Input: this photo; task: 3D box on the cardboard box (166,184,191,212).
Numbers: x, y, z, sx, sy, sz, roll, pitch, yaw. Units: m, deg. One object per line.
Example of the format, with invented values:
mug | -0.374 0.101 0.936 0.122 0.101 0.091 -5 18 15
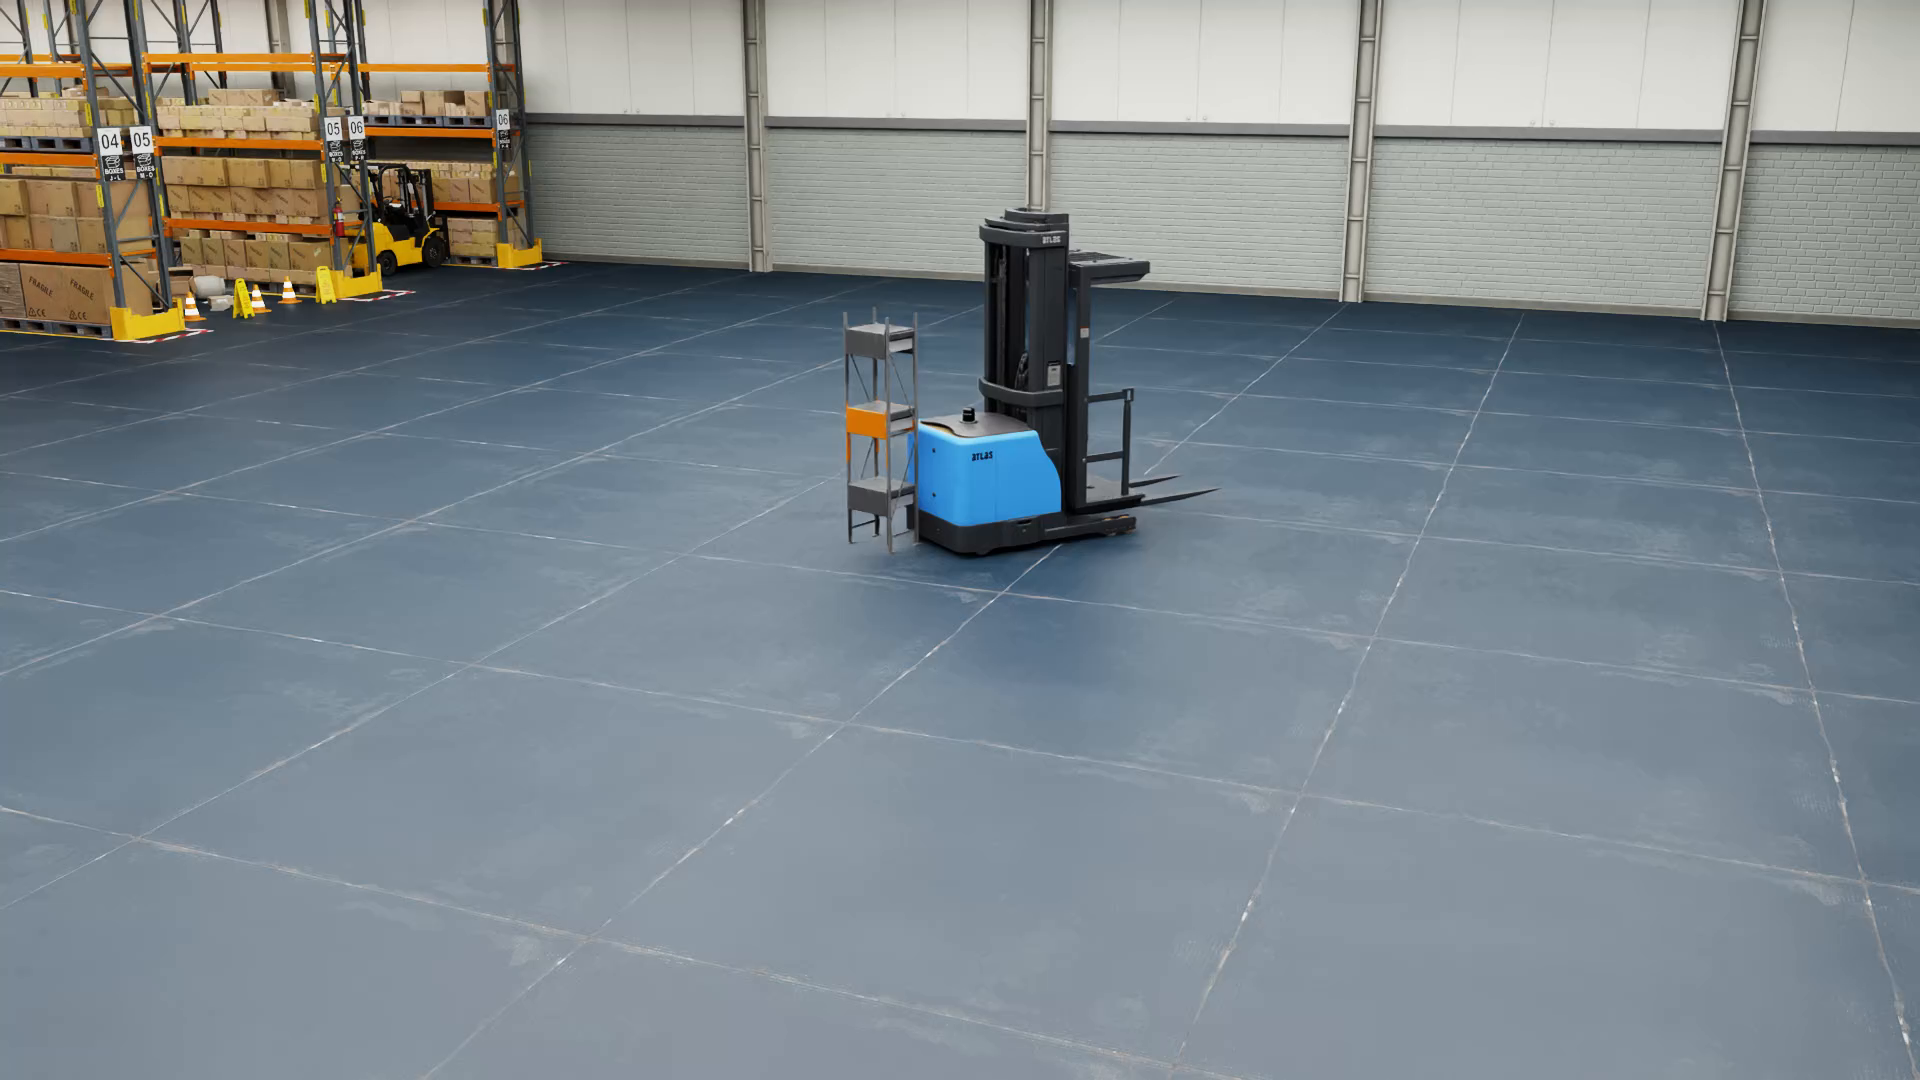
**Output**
cardboard box | -14.590 -6.490 31.435 0.500 0.500 0.500 6 17 20

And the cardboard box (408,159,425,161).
cardboard box | -11.712 -8.151 35.993 0.250 0.149 0.380 6 17 20

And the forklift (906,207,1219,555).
forklift | 1.038 -1.555 15.274 3.031 2.935 1.130 -9 19 -29

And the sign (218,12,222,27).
sign | -16.600 -11.663 37.248 0.005 0.325 0.100 6 17 21

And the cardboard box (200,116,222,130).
cardboard box | -13.644 -7.706 30.694 0.500 0.250 0.500 6 17 21

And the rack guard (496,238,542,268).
rack guard | -9.336 -6.092 35.261 0.348 0.500 1.175 6 17 21

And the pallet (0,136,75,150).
pallet | -14.731 -6.308 26.302 1.213 0.211 1.003 6 17 21

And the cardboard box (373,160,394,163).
cardboard box | -12.374 -8.070 35.714 0.250 0.149 0.380 6 17 20

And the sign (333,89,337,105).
sign | -13.269 -9.402 35.308 0.005 0.325 0.100 6 17 21

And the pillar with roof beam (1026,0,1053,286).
pillar with roof beam | -0.092 -8.137 27.060 0.400 9.000 9.100 6 17 21

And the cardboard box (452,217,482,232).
cardboard box | -10.378 -6.673 35.164 0.500 0.250 0.500 7 17 22

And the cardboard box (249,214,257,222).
cardboard box | -13.017 -6.030 31.017 0.250 0.149 0.380 6 17 21

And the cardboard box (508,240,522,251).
cardboard box | -9.743 -6.277 35.593 0.500 0.250 0.500 6 17 21

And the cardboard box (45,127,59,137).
cardboard box | -13.805 -6.281 25.565 0.250 0.149 0.380 7 17 21

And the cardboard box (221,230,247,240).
cardboard box | -13.622 -5.731 31.206 0.250 0.149 0.380 7 18 24

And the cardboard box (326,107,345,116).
cardboard box | -11.432 -7.799 30.298 0.250 0.149 0.380 6 17 20

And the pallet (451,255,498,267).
pallet | -10.085 -6.023 35.541 1.213 0.211 1.003 6 17 21

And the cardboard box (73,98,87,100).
cardboard box | -13.798 -6.860 26.131 0.250 0.149 0.380 6 17 21

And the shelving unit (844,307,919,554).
shelving unit | -0.692 -0.969 14.746 0.503 2.100 0.431 13 21 38

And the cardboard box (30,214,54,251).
cardboard box | -14.254 -4.951 26.580 0.550 0.550 0.875 6 17 21

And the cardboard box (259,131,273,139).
cardboard box | -12.549 -7.400 30.354 0.250 0.149 0.380 6 17 20

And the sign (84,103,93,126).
sign | -13.110 -6.401 25.017 0.005 0.325 0.100 6 17 21

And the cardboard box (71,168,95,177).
cardboard box | -16.838 -6.955 32.283 0.500 0.500 0.500 6 17 19

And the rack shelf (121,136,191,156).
rack shelf | -16.757 -7.716 32.281 4.000 0.370 1.077 6 17 21

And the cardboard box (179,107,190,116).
cardboard box | -14.229 -7.954 30.831 0.250 0.149 0.380 6 17 19

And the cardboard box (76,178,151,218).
cardboard box | -13.229 -5.351 26.021 0.550 0.550 0.875 6 17 21

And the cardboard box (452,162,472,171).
cardboard box | -10.467 -7.861 34.994 0.250 0.149 0.380 6 17 21

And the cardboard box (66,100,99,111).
cardboard box | -13.336 -6.612 25.276 0.250 0.149 0.380 6 17 21

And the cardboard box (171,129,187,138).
cardboard box | -14.475 -7.599 31.038 0.250 0.149 0.380 6 17 21

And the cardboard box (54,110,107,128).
cardboard box | -13.456 -6.451 25.439 0.500 0.250 0.500 7 17 21

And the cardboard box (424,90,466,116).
cardboard box | -10.775 -9.146 34.804 0.500 0.500 0.700 6 17 21

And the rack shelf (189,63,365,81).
rack shelf | -14.939 -10.252 36.354 4.000 0.370 1.077 6 17 21

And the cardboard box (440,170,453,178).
cardboard box | -10.743 -7.721 35.047 0.250 0.149 0.380 6 17 19

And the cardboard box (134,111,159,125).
cardboard box | -15.493 -8.008 31.515 0.500 0.250 0.500 6 17 20

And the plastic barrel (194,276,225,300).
plastic barrel | -13.653 -4.588 30.219 0.512 0.421 0.421 -9 18 -27

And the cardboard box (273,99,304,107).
cardboard box | -14.556 -9.441 36.160 0.500 0.311 0.500 6 17 19

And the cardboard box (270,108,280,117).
cardboard box | -12.286 -7.765 30.180 0.250 0.149 0.380 6 17 21

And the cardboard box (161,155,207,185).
cardboard box | -14.567 -6.986 31.351 0.500 0.500 0.700 6 17 20

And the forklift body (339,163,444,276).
forklift body | -11.791 -6.608 34.077 1.214 2.155 2.313 6 17 21

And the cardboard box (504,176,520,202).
cardboard box | -9.717 -7.465 35.329 0.500 0.500 0.500 7 18 22

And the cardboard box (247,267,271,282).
cardboard box | -12.994 -5.008 31.223 0.500 0.250 0.500 6 17 19

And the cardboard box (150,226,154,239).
cardboard box | -18.712 -7.257 38.521 0.500 0.500 0.500 6 17 19

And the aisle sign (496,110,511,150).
aisle sign | -9.405 -8.460 34.273 0.004 0.787 0.394 6 17 21

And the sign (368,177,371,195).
sign | -10.977 -6.563 30.849 0.005 0.325 0.100 6 17 21

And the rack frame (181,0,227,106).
rack frame | -16.800 -10.994 36.903 0.127 3.000 1.000 6 17 21

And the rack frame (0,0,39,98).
rack frame | -18.618 -9.706 32.467 0.127 3.000 1.000 6 17 21

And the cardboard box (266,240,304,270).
cardboard box | -12.503 -5.315 30.935 0.500 0.500 0.500 7 18 23

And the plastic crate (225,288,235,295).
plastic crate | -13.737 -4.641 31.016 0.583 0.080 0.402 0 16 1
